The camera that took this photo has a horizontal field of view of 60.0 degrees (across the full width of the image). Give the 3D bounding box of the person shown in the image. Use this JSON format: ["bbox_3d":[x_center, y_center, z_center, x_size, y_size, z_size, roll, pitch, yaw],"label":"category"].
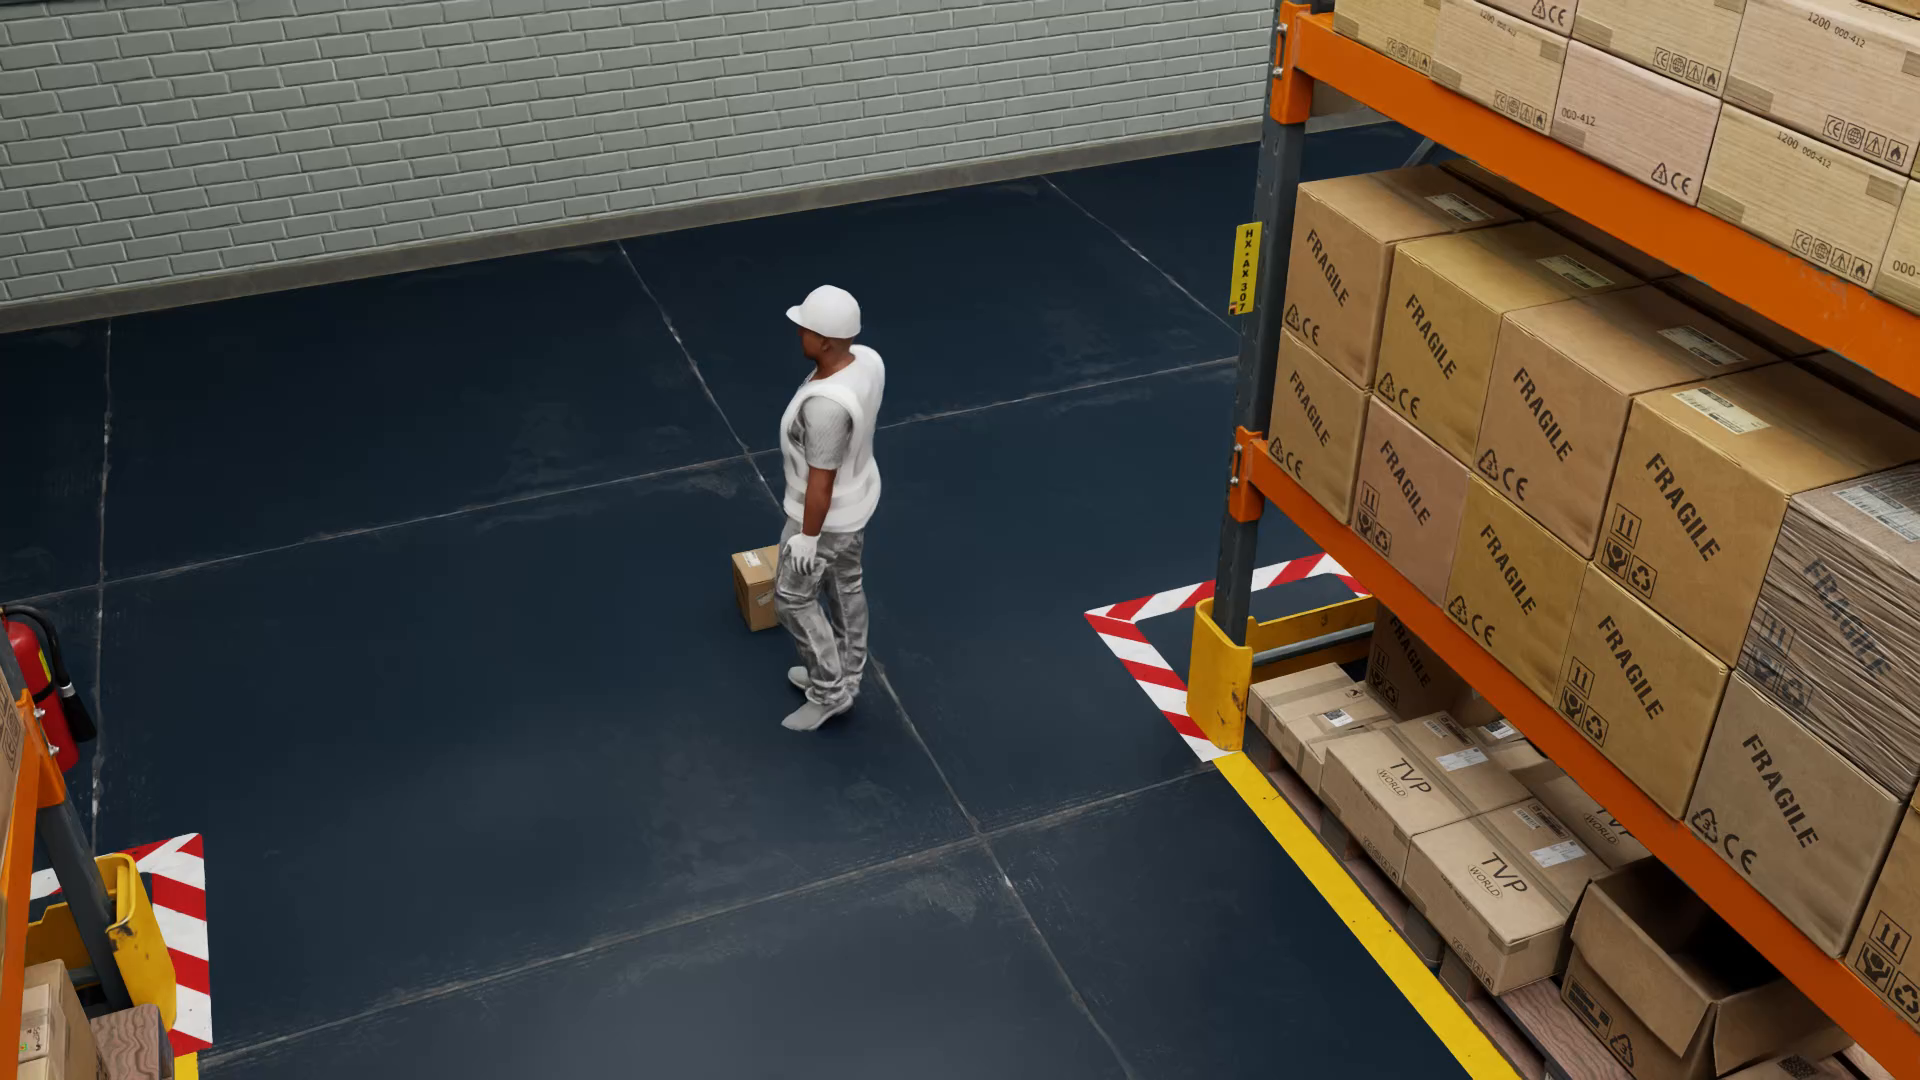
[{"bbox_3d":[-0.508,-0.113,6.315,0.410,1.825,0.577,9,34,13],"label":"person"}]
